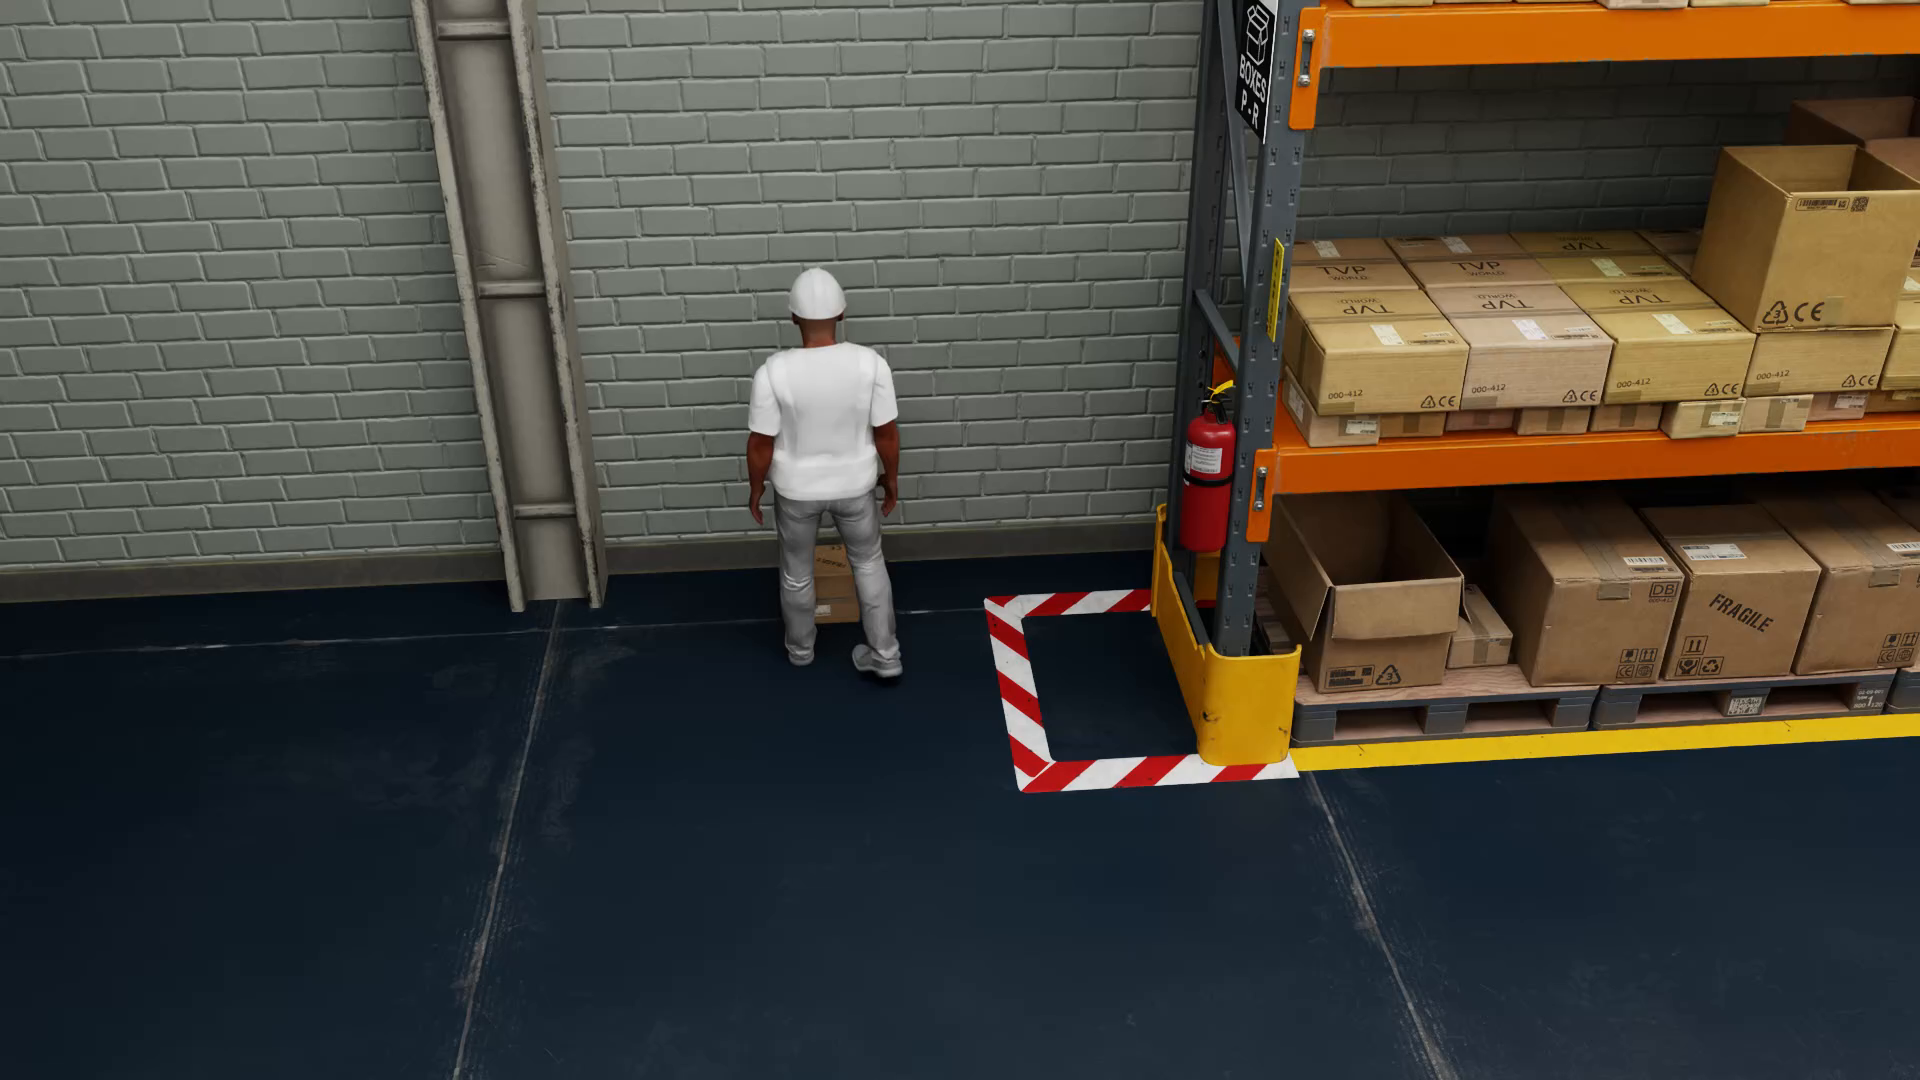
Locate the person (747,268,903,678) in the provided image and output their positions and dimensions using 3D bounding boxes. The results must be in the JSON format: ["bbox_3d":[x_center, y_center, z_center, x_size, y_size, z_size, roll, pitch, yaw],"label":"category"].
[{"bbox_3d":[-0.542,-0.254,6.529,0.590,1.768,0.549,-6,31,-9],"label":"person"}]
